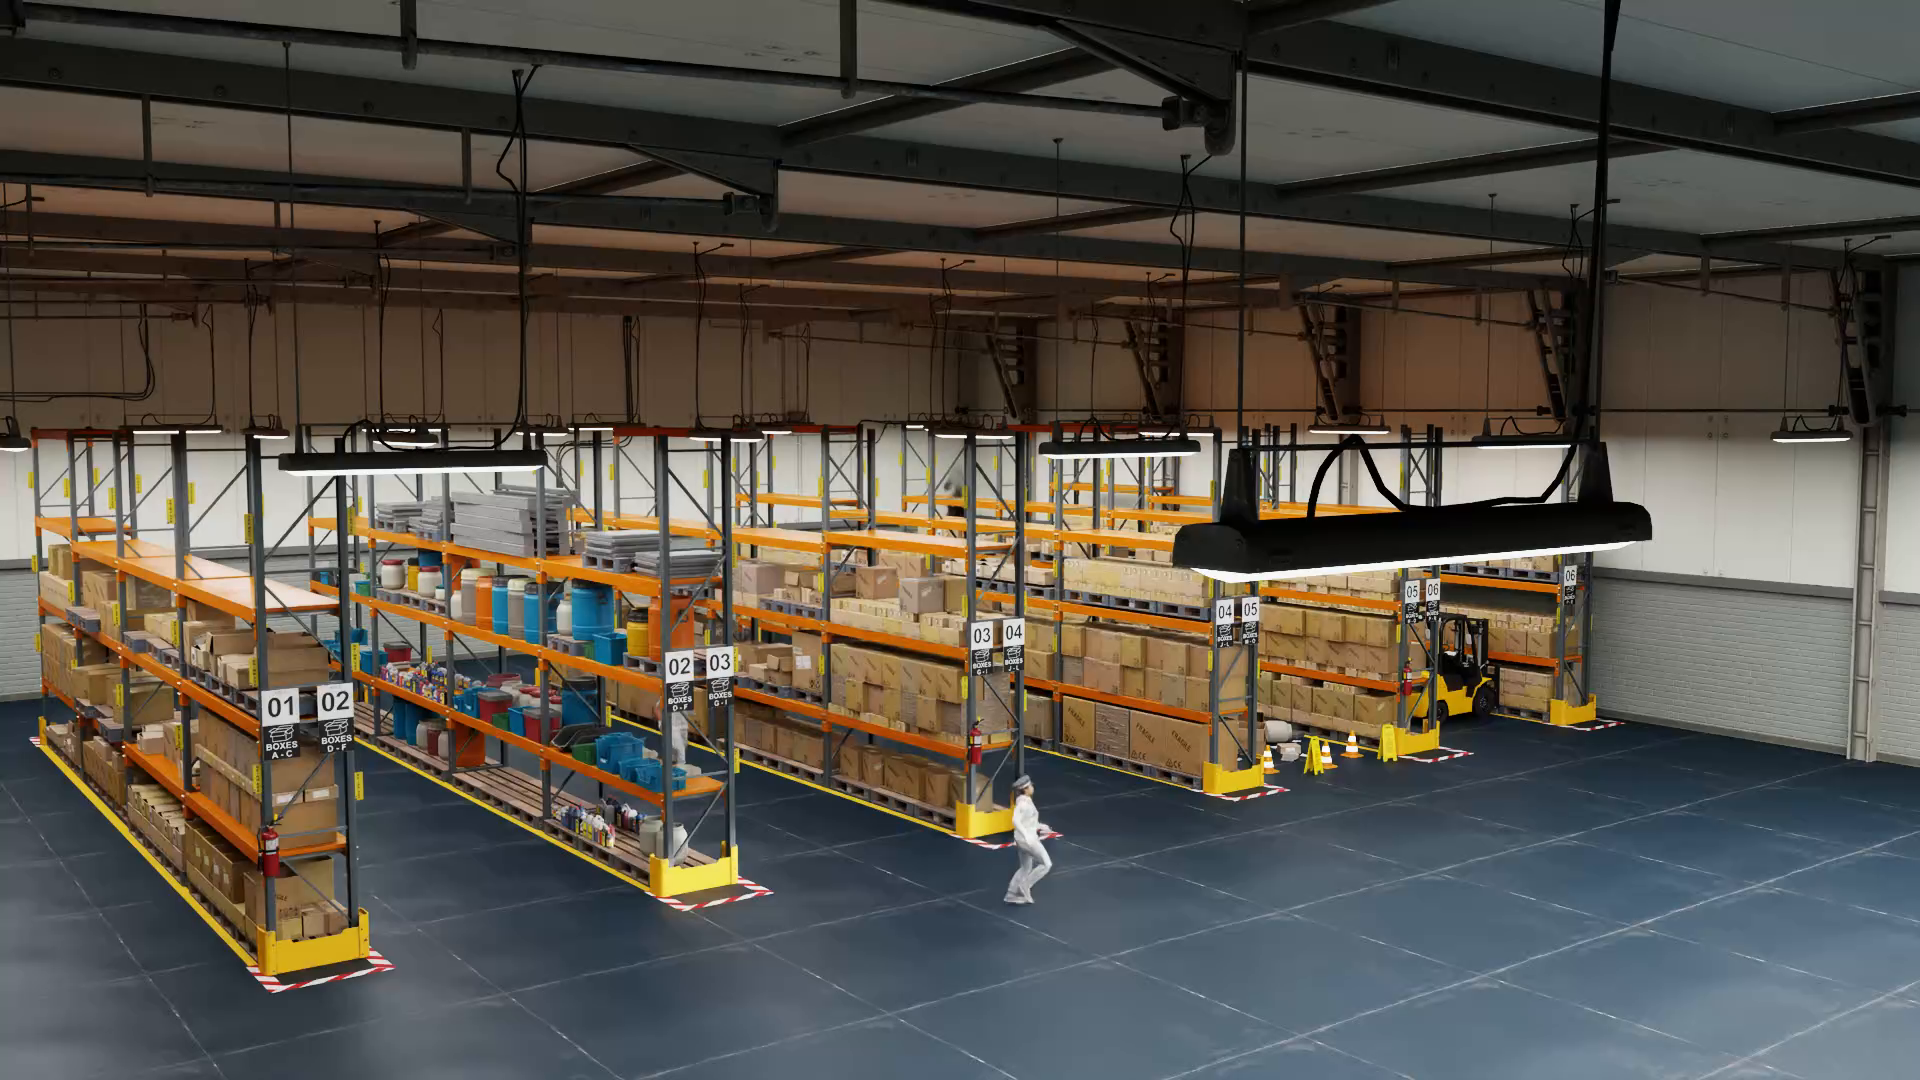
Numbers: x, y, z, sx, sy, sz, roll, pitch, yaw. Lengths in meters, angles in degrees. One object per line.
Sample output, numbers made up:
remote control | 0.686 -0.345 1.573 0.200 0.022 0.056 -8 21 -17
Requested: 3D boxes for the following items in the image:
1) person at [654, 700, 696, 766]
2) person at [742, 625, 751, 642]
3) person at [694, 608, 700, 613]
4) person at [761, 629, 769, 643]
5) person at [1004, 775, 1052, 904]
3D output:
person | -4.777 3.205 28.072 0.993 1.768 0.661 4 6 44
person | -5.451 2.173 41.912 0.926 1.707 0.701 1 5 12
person | -6.291 2.438 39.284 0.672 1.673 0.835 -1 5 -12
person | -4.970 2.257 42.085 0.616 1.544 0.529 -4 6 -41
person | 0.871 3.827 21.242 0.607 1.654 0.627 -1 5 -8
